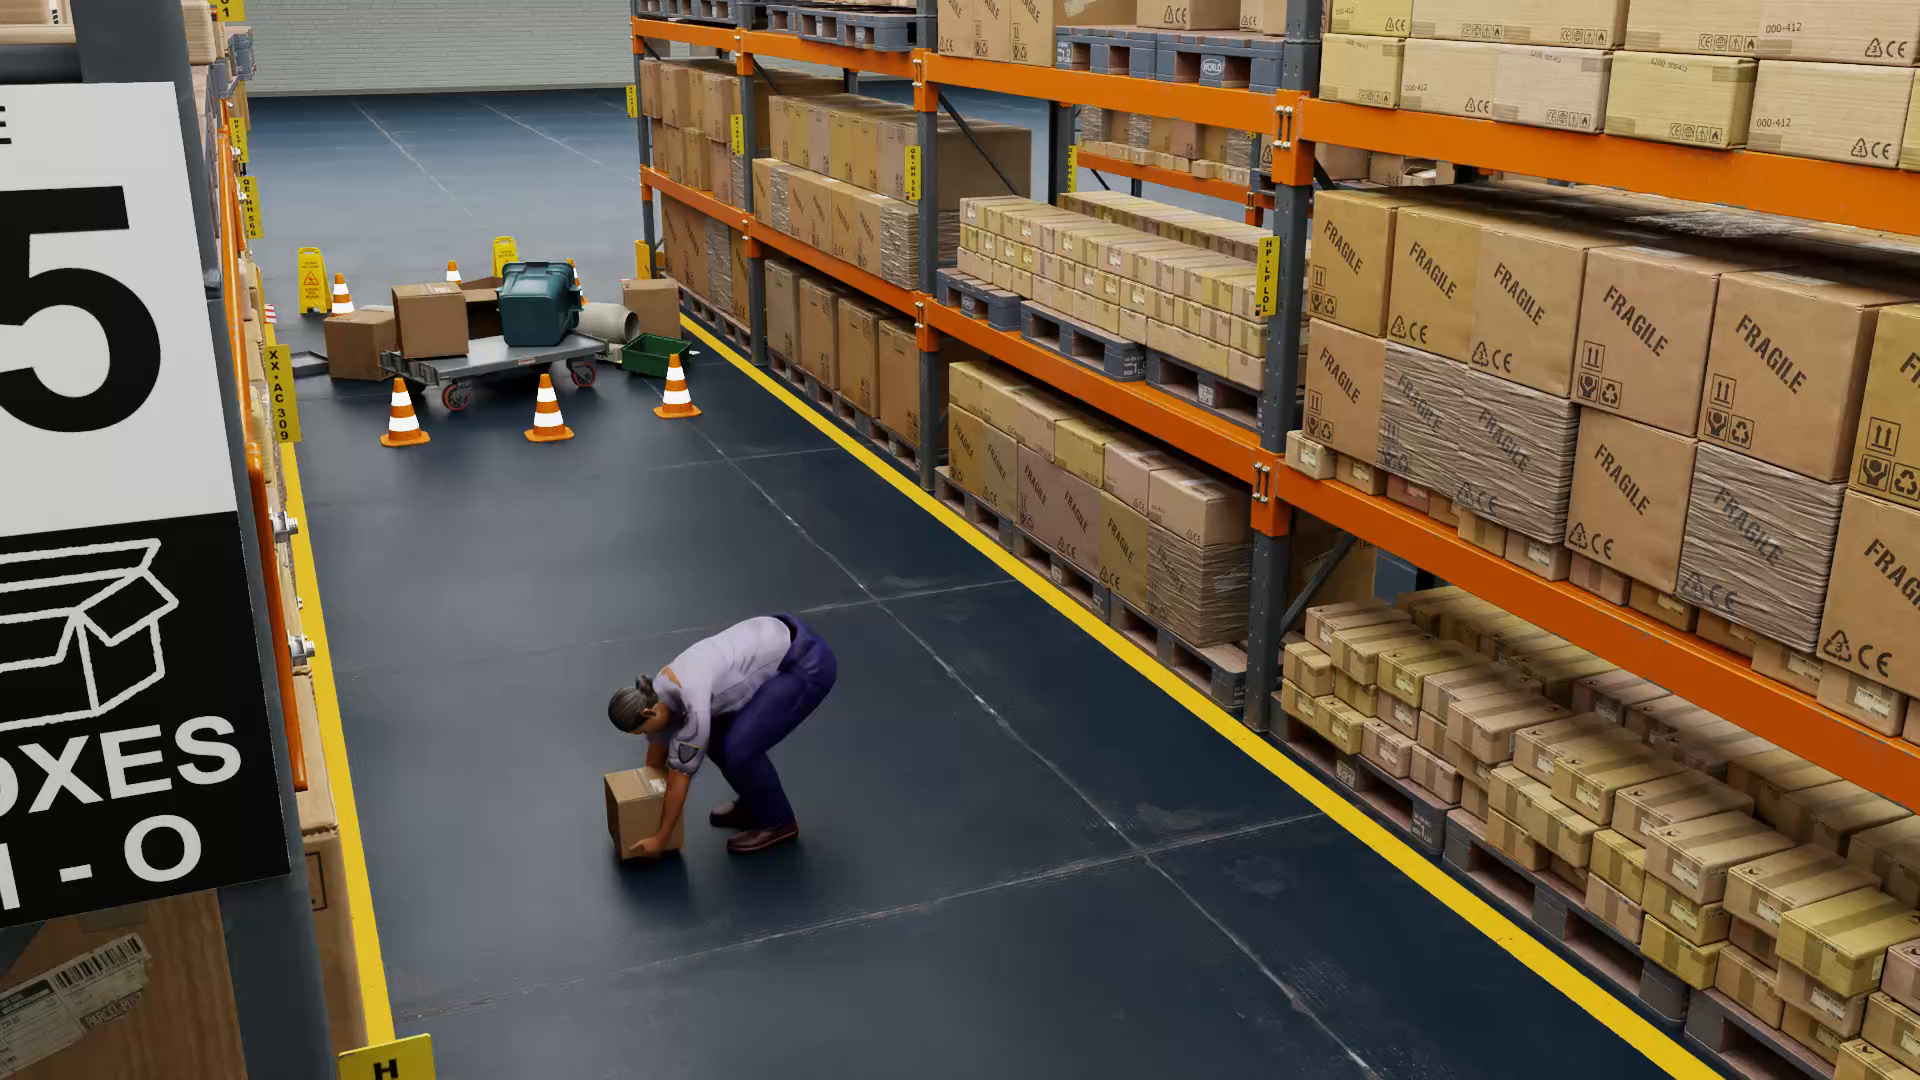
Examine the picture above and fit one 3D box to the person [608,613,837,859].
[{"bbox_3d":[-0.925,0.771,6.528,0.895,0.880,0.496,-9,21,-25],"label":"person"}]
